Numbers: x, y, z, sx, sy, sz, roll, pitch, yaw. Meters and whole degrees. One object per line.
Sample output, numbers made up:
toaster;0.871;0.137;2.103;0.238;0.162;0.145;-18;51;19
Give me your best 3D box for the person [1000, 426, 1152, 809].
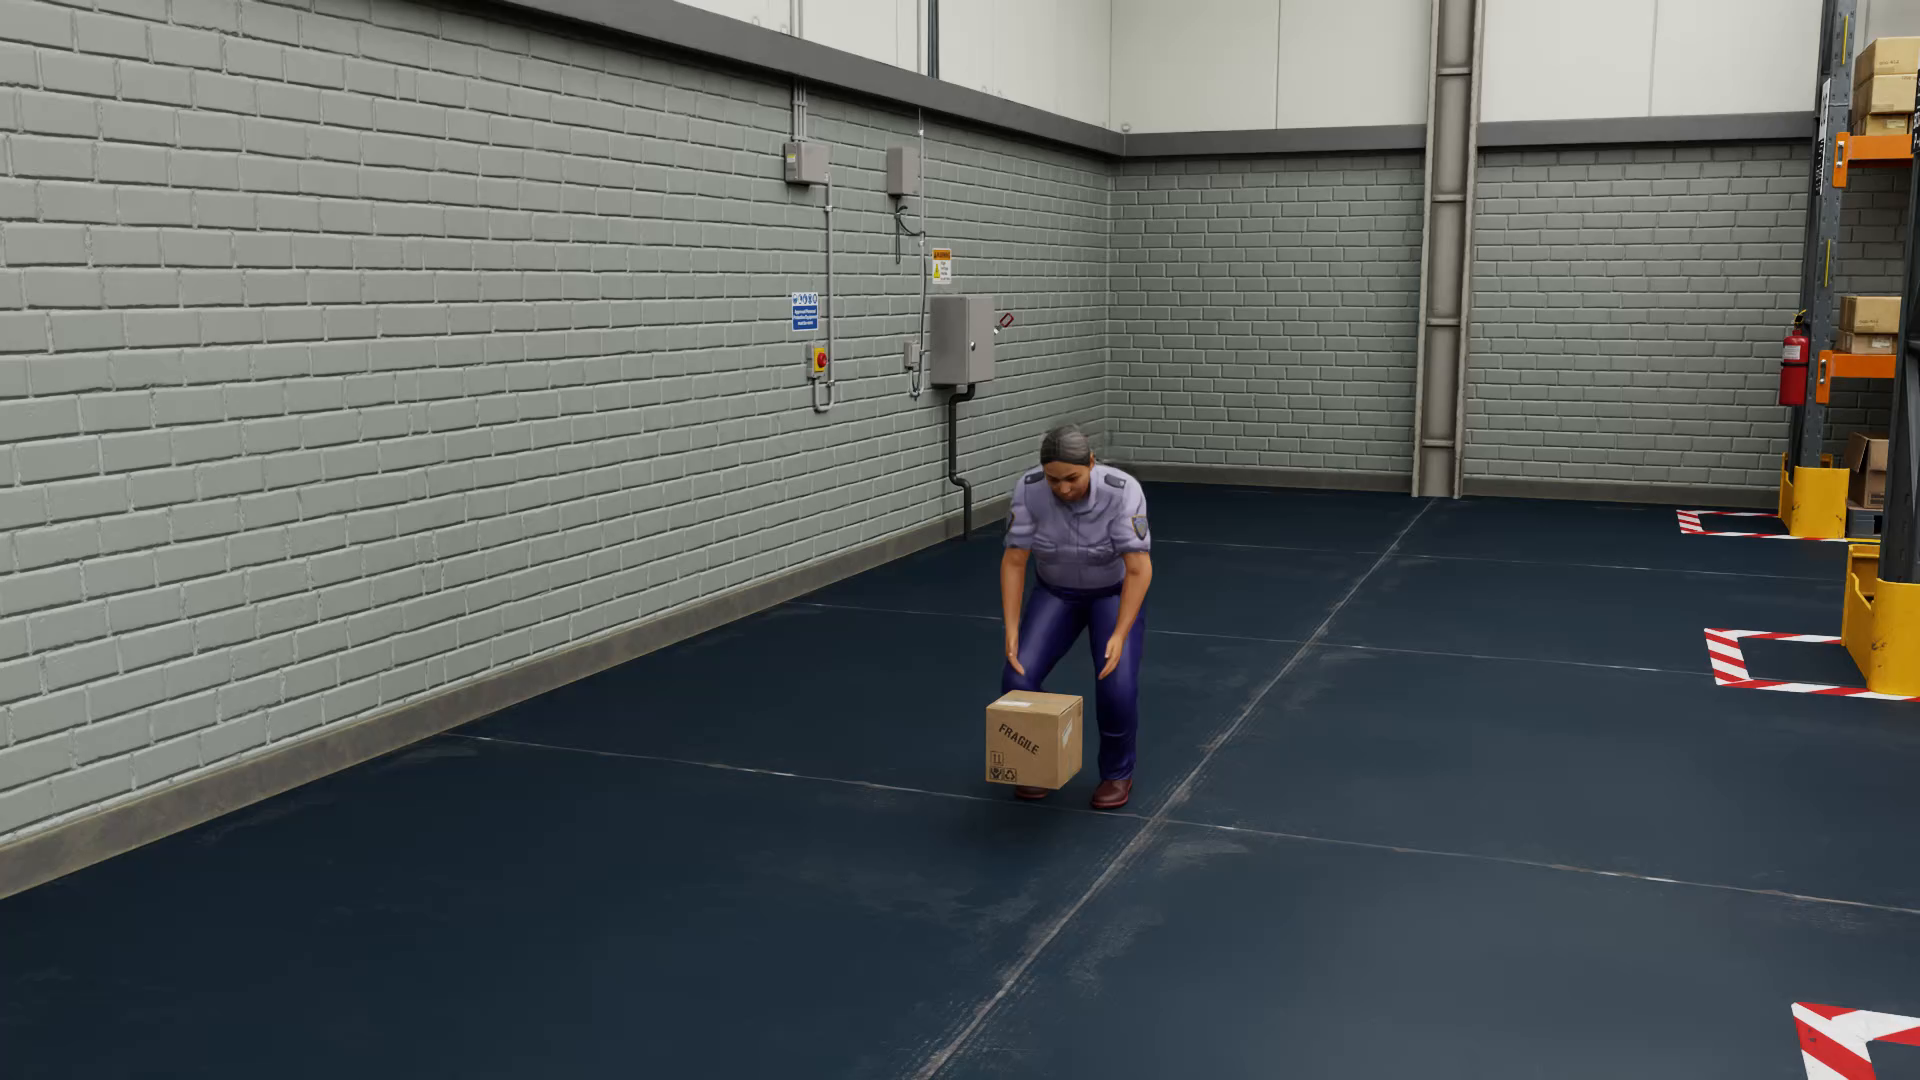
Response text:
person;0.432;0.256;5.788;0.535;1.341;0.672;4;9;22
